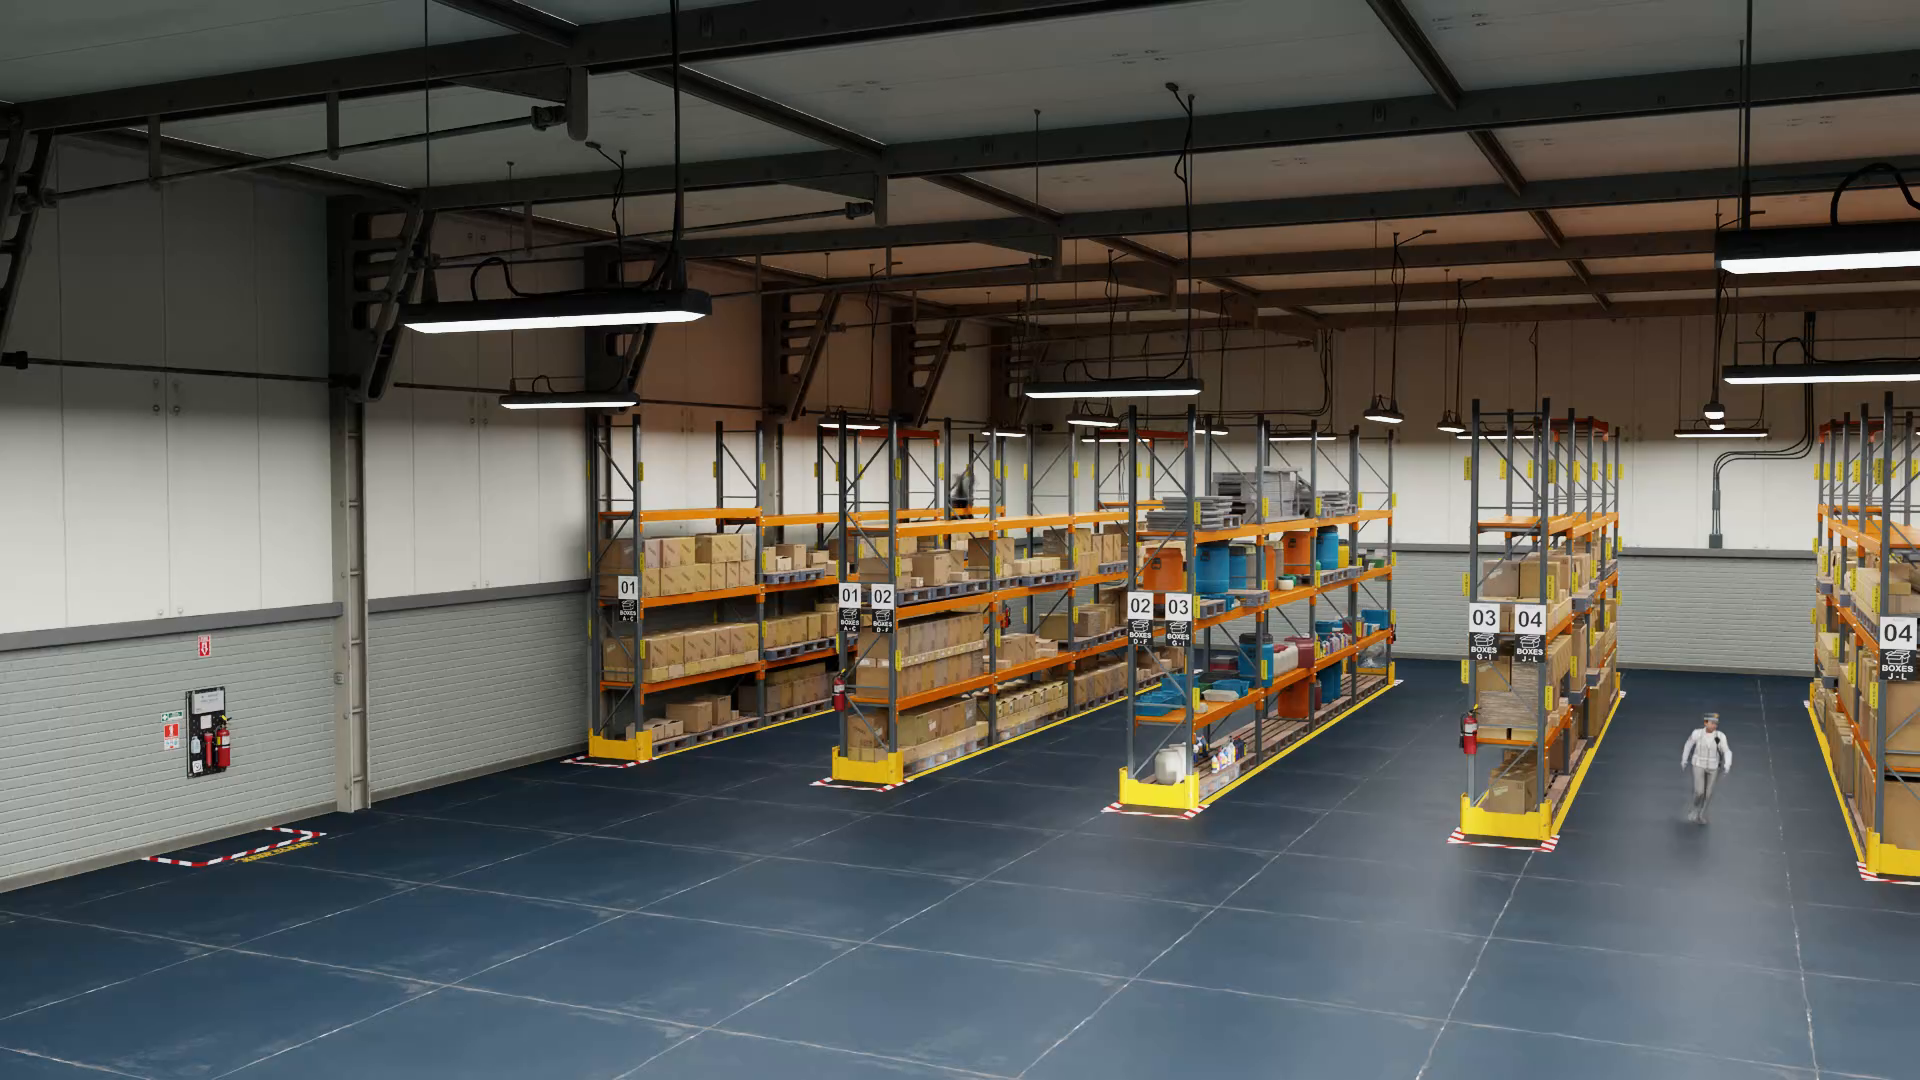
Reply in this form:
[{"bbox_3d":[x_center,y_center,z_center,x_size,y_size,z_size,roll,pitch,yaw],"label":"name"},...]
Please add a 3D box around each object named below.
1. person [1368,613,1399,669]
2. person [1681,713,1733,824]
[{"bbox_3d":[10.744,2.542,42.197,0.521,1.451,0.972,-1,3,-28],"label":"person"},{"bbox_3d":[10.522,3.218,23.361,0.572,1.618,0.773,0,2,10],"label":"person"}]
